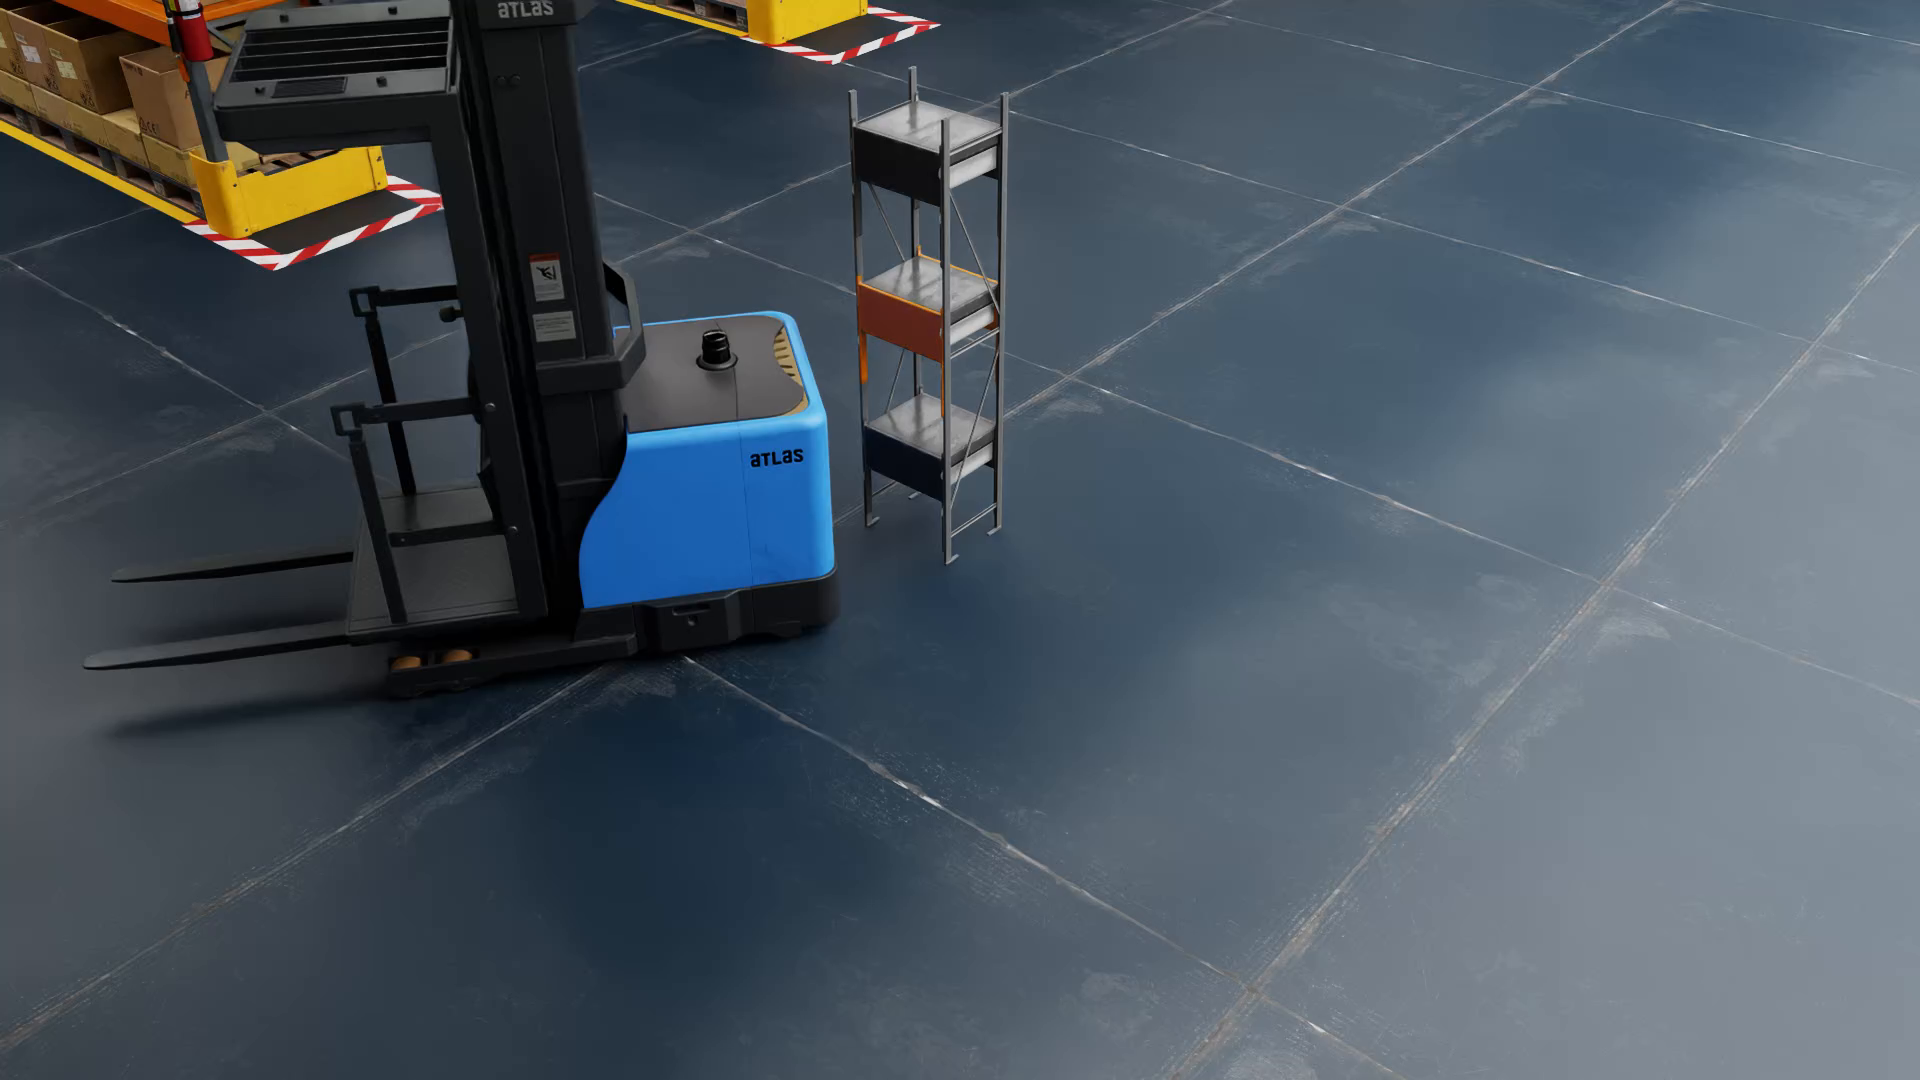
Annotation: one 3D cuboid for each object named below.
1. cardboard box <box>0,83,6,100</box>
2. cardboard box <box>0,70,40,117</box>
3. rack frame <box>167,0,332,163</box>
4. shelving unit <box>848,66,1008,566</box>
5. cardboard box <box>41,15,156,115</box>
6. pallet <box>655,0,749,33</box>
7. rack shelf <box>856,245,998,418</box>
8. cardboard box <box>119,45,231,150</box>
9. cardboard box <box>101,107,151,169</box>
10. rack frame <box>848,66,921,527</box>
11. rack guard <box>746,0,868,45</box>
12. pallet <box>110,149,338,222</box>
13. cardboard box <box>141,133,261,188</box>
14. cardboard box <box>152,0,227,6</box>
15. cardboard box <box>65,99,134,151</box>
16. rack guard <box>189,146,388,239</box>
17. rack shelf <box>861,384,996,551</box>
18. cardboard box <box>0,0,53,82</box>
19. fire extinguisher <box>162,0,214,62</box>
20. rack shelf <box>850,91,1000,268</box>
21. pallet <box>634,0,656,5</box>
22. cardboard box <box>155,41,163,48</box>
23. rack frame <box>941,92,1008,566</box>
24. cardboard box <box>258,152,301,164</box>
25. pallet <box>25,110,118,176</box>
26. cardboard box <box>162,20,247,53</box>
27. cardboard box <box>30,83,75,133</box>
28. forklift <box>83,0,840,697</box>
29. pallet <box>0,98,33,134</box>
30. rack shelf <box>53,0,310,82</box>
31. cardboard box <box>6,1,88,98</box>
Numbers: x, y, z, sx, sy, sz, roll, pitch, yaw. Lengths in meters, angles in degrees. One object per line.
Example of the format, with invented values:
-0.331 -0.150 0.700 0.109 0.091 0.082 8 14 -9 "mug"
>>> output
-6.893 -3.457 12.193 0.500 0.250 0.500 25 42 32 "cardboard box"
-6.512 -3.274 11.926 0.500 0.250 0.500 25 42 32 "cardboard box"
-4.362 -3.452 10.127 0.127 3.000 1.000 25 42 32 "rack frame"
-0.127 -0.926 7.243 0.503 2.100 0.431 25 42 32 "shelving unit"
-5.743 -3.221 11.187 0.500 0.500 0.500 25 42 32 "cardboard box"
-1.900 -4.760 14.495 1.213 0.211 1.003 25 42 32 "pallet"
-0.127 -0.914 7.251 0.480 0.518 0.431 25 42 32 "rack shelf"
-4.965 -2.866 10.669 0.500 0.500 0.500 25 42 32 "cardboard box"
-5.356 -2.733 11.138 0.500 0.250 0.500 25 42 32 "cardboard box"
-0.315 -1.014 7.372 0.015 2.100 0.400 25 42 32 "rack frame"
-1.279 -4.582 13.981 0.348 0.500 1.175 25 42 32 "rack guard"
-4.977 -2.561 11.293 1.213 0.211 1.003 25 42 32 "pallet"
-4.964 -2.557 10.882 0.500 0.250 0.500 25 42 32 "cardboard box"
-4.713 -3.668 10.353 0.500 0.500 0.700 25 42 32 "cardboard box"
-5.741 -2.914 11.401 0.500 0.250 0.500 25 42 32 "cardboard box"
-4.344 -2.413 10.822 0.348 0.500 1.175 25 42 32 "rack guard"
-0.127 -0.337 7.647 0.480 0.518 0.431 25 42 32 "rack shelf"
-6.512 -3.583 11.714 0.500 0.500 0.500 25 42 32 "cardboard box"
-4.569 -3.175 9.792 0.183 0.674 0.296 25 42 32 "fire extinguisher"
-0.127 -1.491 6.854 0.480 0.518 0.431 25 42 32 "rack shelf"
-2.833 -5.202 15.138 1.213 0.211 1.003 25 42 32 "pallet"
-5.410 -3.448 11.516 0.500 0.500 0.500 25 42 32 "cardboard box"
0.060 -0.837 7.114 0.015 2.100 0.400 25 42 32 "rack frame"
-4.632 -2.783 11.210 0.500 0.250 0.500 25 42 32 "cardboard box"
-5.910 -3.003 11.937 1.213 0.211 1.003 25 42 32 "pallet"
-5.018 -3.272 11.260 0.500 0.500 0.500 25 42 32 "cardboard box"
-6.124 -3.096 11.666 0.500 0.250 0.500 25 42 32 "cardboard box"
-2.092 -0.894 6.463 3.031 2.935 1.130 -8 35 -11 "forklift"
-6.852 -3.445 12.580 1.213 0.211 1.003 25 42 32 "pallet"
-5.899 -3.880 11.386 4.000 0.370 1.077 25 42 32 "rack shelf"
-6.126 -3.403 11.451 0.500 0.500 0.500 25 42 32 "cardboard box"
